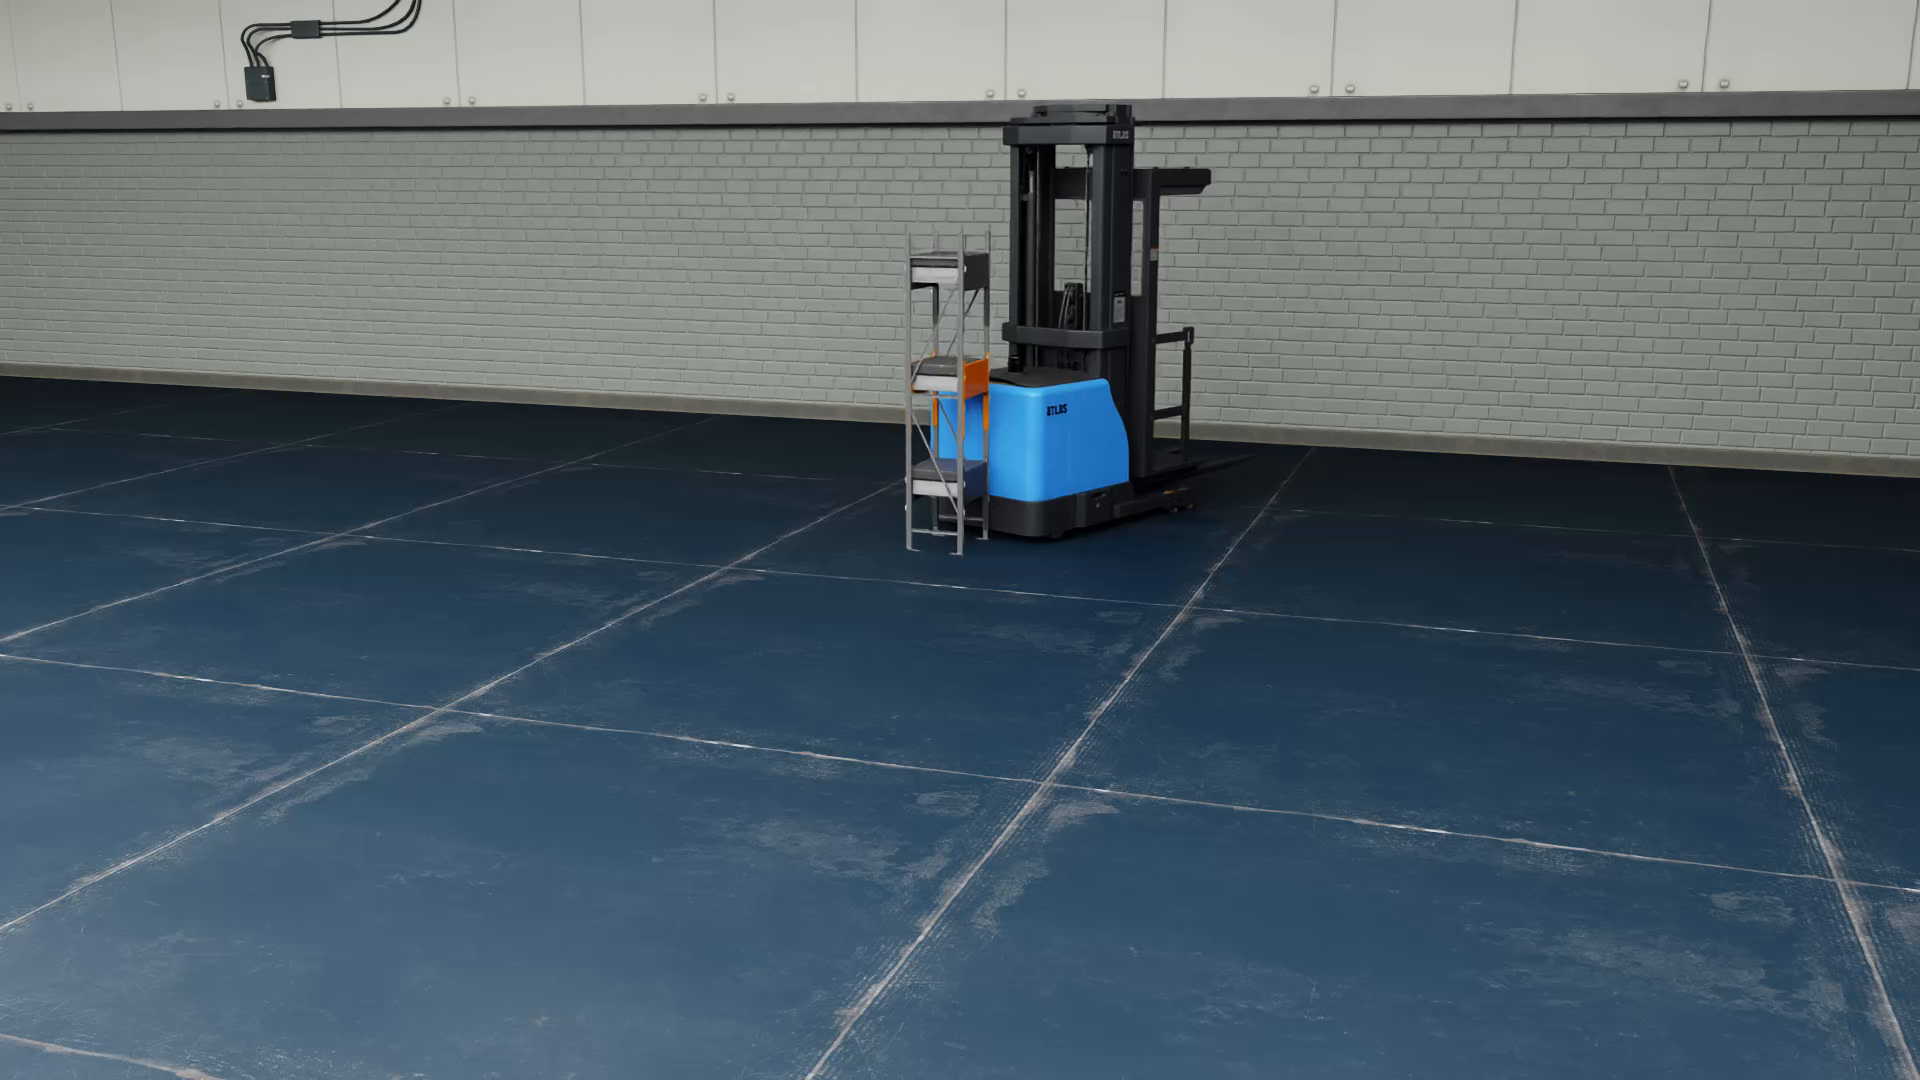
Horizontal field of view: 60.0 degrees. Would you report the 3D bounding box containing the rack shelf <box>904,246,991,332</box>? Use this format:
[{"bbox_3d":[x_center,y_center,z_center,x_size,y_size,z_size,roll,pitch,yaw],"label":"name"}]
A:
[{"bbox_3d":[-0.079,-1.655,10.933,0.431,0.518,0.480,5,14,20],"label":"rack shelf"}]

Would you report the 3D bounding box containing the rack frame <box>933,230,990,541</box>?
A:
[{"bbox_3d":[0.008,-1.036,11.308,0.400,2.100,0.015,5,14,20],"label":"rack frame"}]

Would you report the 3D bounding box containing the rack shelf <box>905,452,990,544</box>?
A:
[{"bbox_3d":[-0.081,-0.290,11.245,0.431,0.518,0.480,5,14,20],"label":"rack shelf"}]

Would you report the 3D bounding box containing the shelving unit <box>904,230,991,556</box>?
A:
[{"bbox_3d":[-0.080,-0.986,11.086,0.431,2.100,0.503,5,14,20],"label":"shelving unit"}]

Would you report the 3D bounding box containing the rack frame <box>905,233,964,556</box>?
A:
[{"bbox_3d":[-0.167,-0.935,10.864,0.400,2.100,0.015,5,14,20],"label":"rack frame"}]

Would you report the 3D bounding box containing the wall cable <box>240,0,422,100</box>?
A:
[{"bbox_3d":[-6.690,-7.657,17.170,2.305,6.003,0.169,4,14,18],"label":"wall cable"}]

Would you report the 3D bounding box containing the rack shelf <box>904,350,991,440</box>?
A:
[{"bbox_3d":[-0.080,-0.972,11.089,0.431,0.518,0.480,5,14,20],"label":"rack shelf"}]

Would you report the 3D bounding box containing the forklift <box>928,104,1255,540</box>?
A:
[{"bbox_3d":[1.136,-1.697,12.336,1.130,2.935,3.031,11,17,41],"label":"forklift"}]
